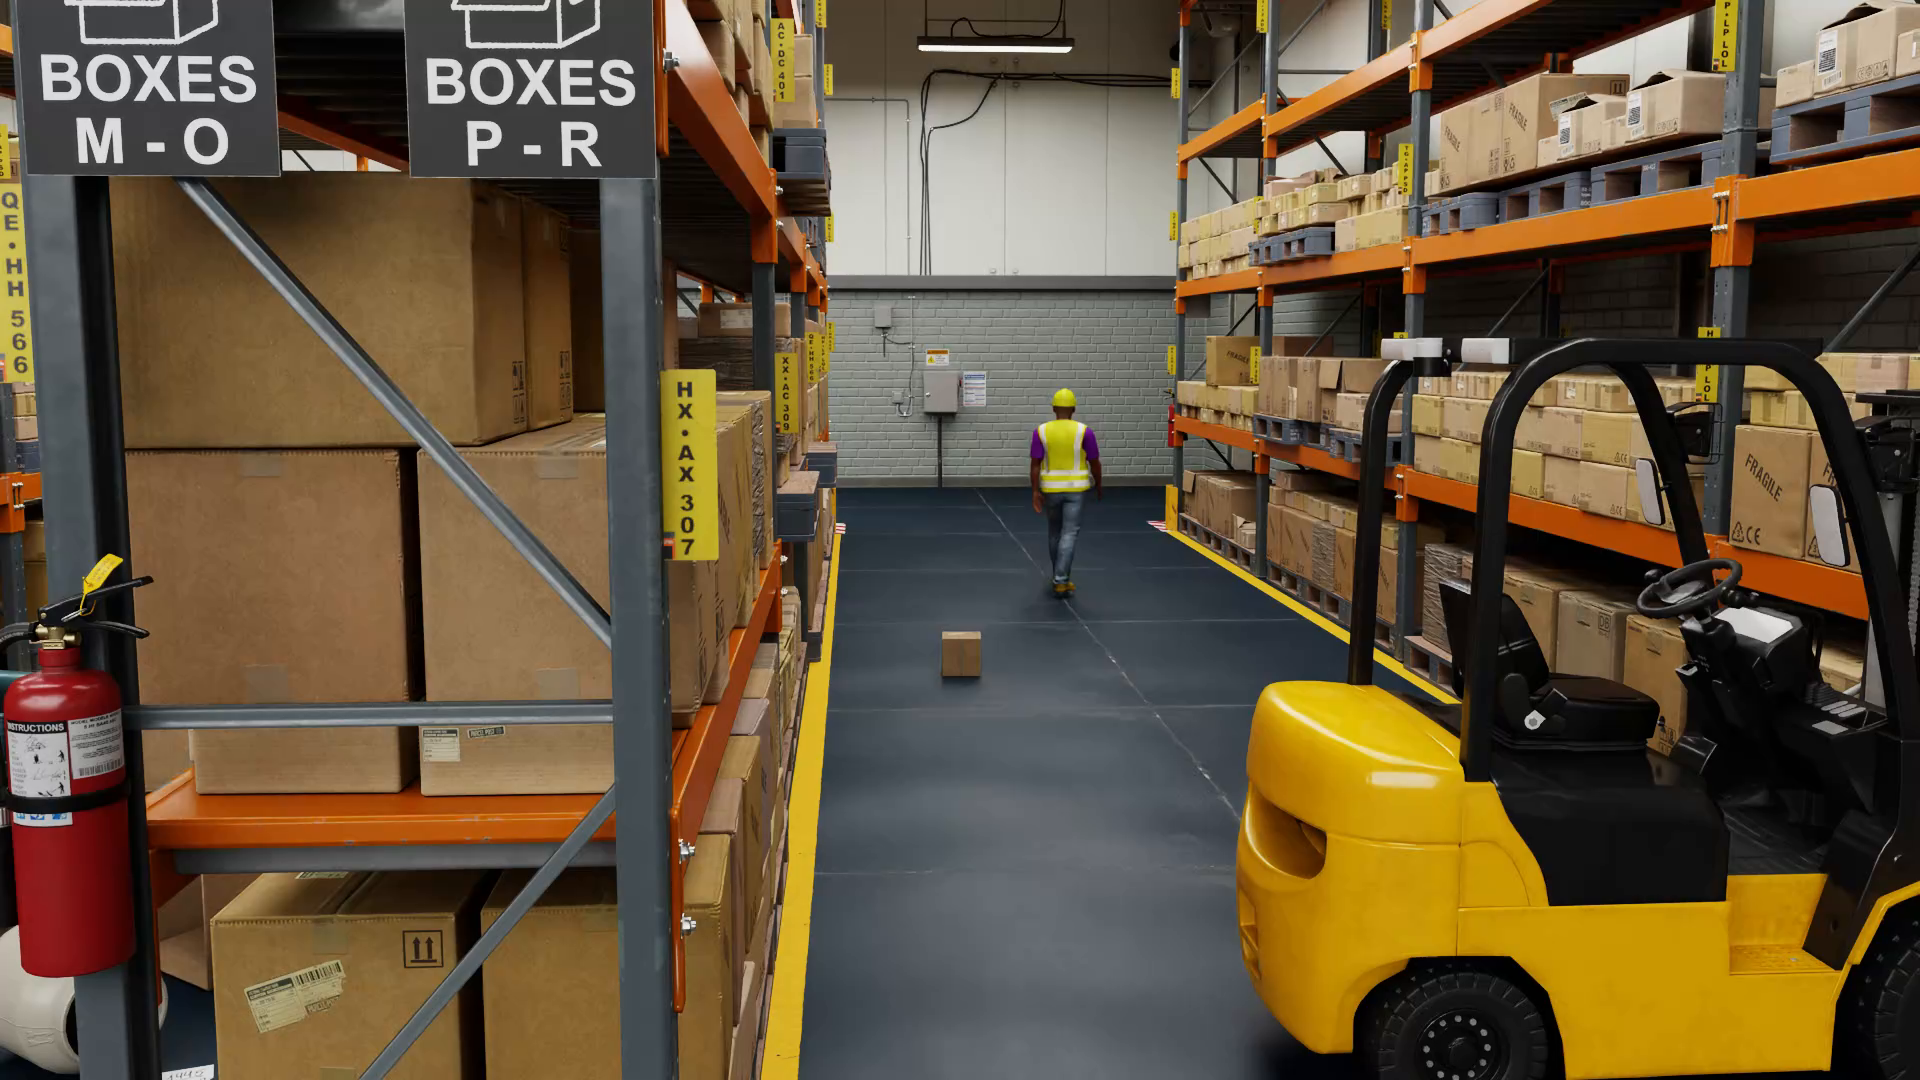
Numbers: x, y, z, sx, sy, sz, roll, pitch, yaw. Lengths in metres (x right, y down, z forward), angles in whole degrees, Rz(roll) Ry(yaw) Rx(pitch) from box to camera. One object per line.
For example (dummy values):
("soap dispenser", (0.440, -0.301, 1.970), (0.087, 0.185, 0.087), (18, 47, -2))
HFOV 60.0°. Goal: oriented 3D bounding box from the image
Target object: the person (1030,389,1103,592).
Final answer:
("person", (0.938, -0.449, 14.303), (0.580, 1.708, 1.002), (2, 7, 17))
